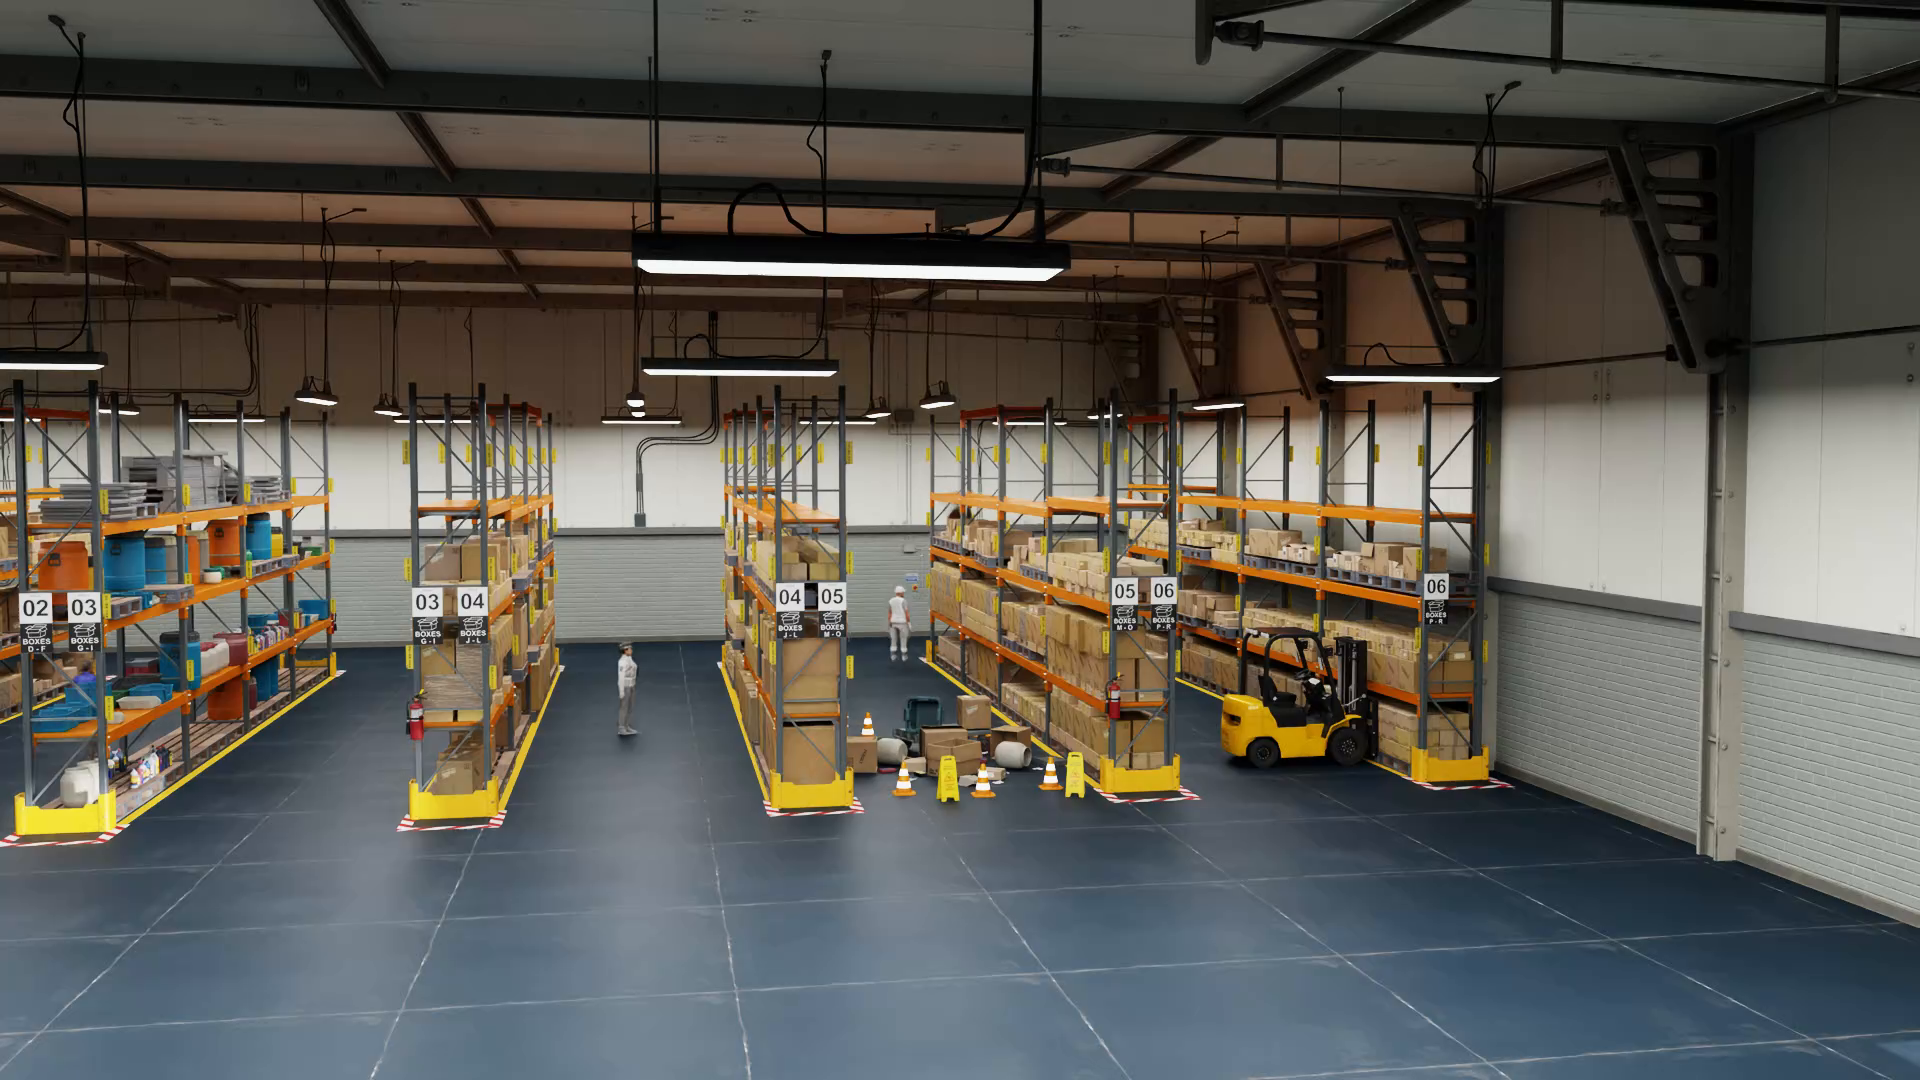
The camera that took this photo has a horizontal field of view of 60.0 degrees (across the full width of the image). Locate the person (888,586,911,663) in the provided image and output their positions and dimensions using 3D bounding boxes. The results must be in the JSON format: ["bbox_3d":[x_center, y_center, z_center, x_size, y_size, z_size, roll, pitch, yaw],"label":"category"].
[{"bbox_3d":[-1.406,1.981,39.174,0.621,1.793,0.433,2,3,29],"label":"person"}]

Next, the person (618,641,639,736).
[{"bbox_3d":[-5.962,2.651,29.816,0.330,1.694,0.578,0,3,7],"label":"person"}]

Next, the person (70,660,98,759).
[{"bbox_3d":[-14.462,2.835,27.521,0.431,1.693,0.613,-3,4,-45],"label":"person"}]
